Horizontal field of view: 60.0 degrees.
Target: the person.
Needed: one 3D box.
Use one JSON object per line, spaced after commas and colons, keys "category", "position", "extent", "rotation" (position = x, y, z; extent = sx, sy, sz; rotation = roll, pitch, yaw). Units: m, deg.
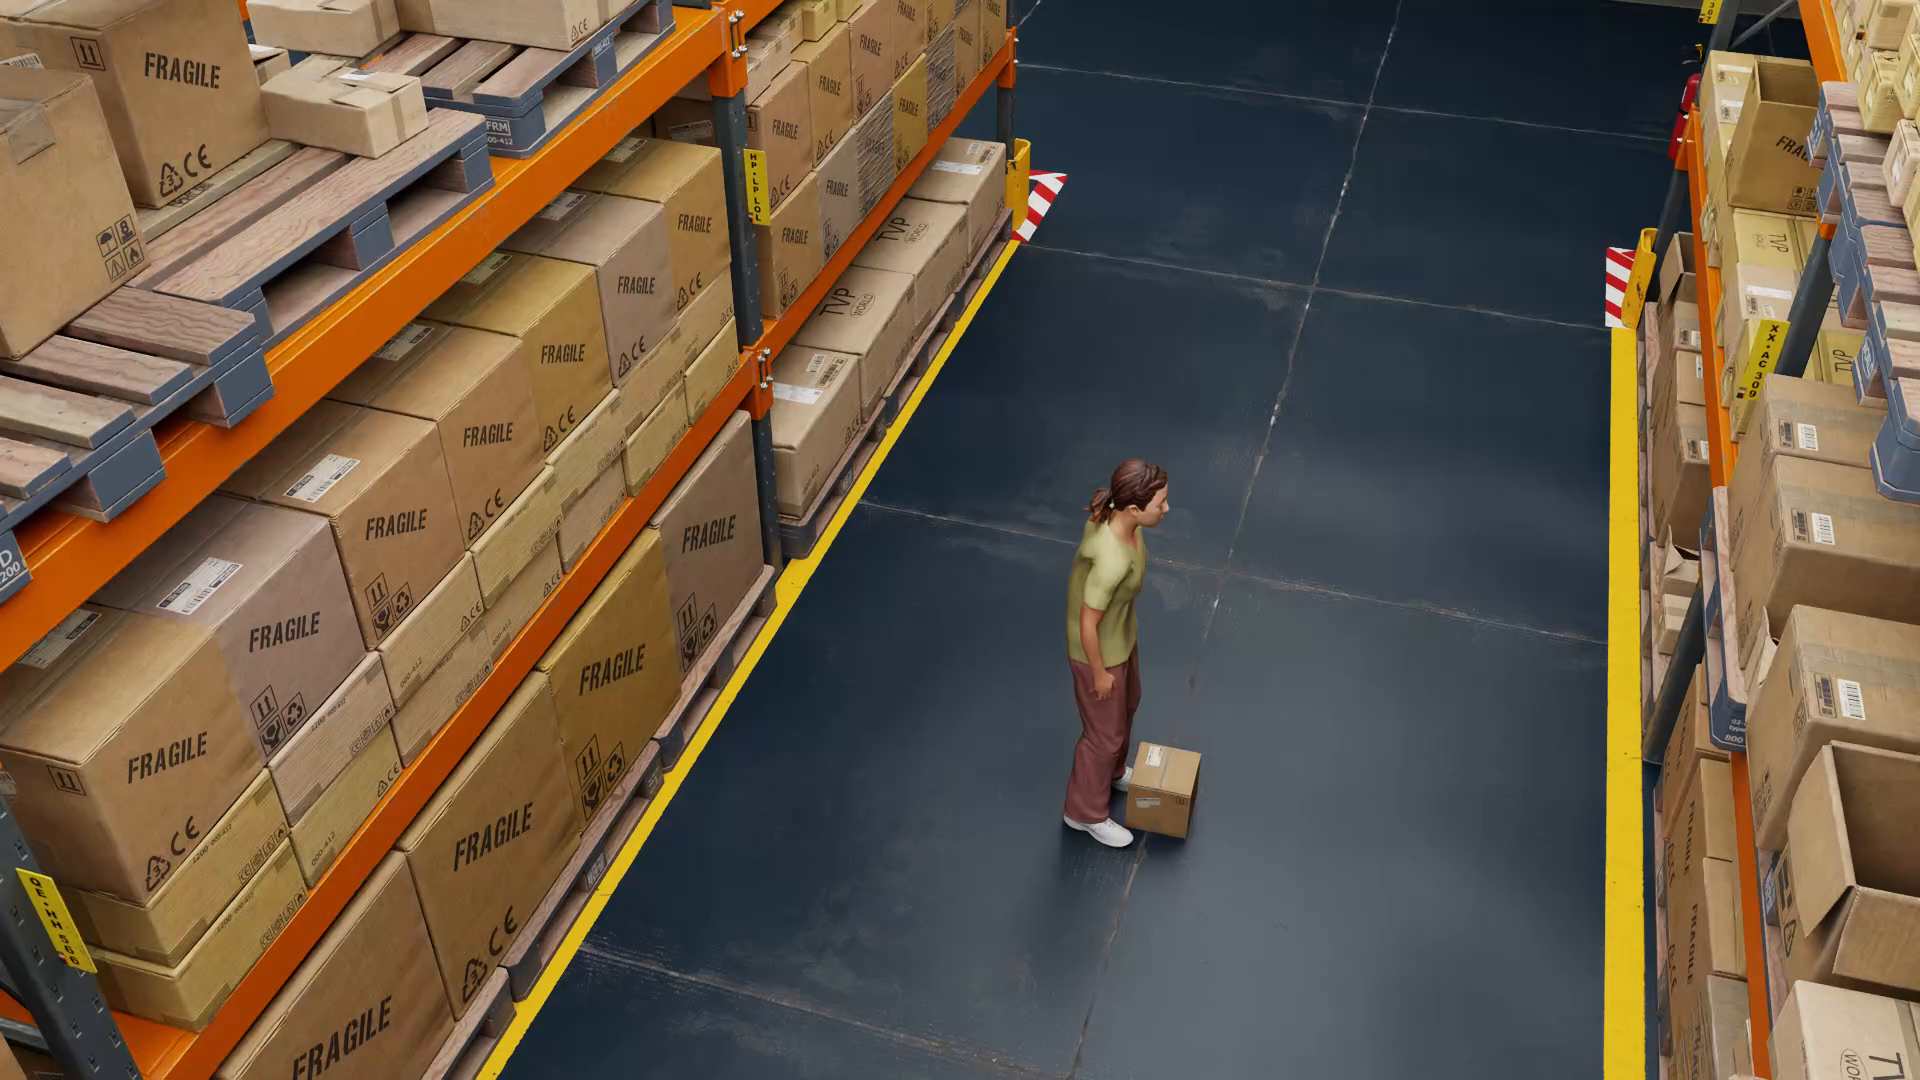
{"category": "person", "position": [0.589, 0.405, 6.358], "extent": [0.375, 1.671, 0.513], "rotation": [9, 38, 11]}
